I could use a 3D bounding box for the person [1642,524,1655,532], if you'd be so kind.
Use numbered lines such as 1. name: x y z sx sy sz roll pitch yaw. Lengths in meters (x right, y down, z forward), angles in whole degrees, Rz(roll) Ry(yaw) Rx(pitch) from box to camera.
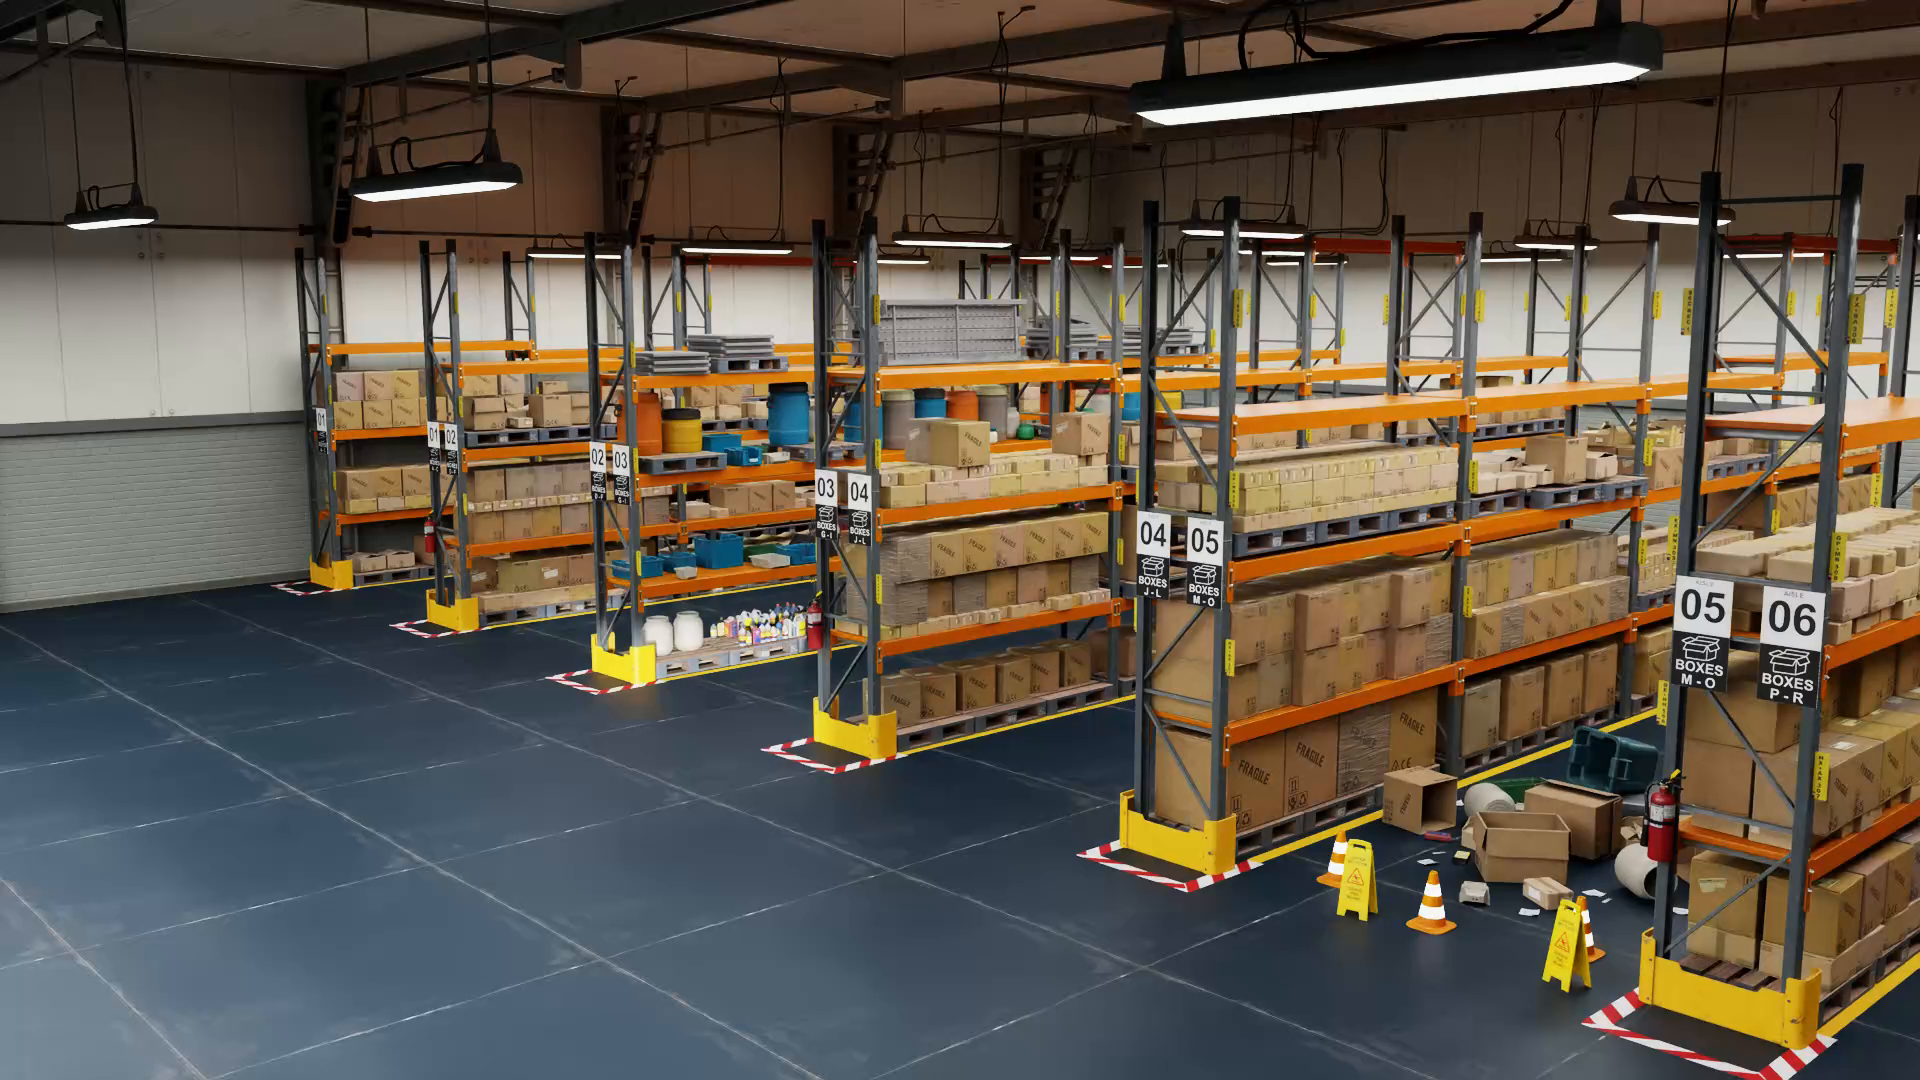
1. person: 11.319 0.468 27.154 0.576 1.544 0.915 8 11 43

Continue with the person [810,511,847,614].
1. person: -2.186 0.372 26.933 0.713 1.728 0.573 8 12 44
